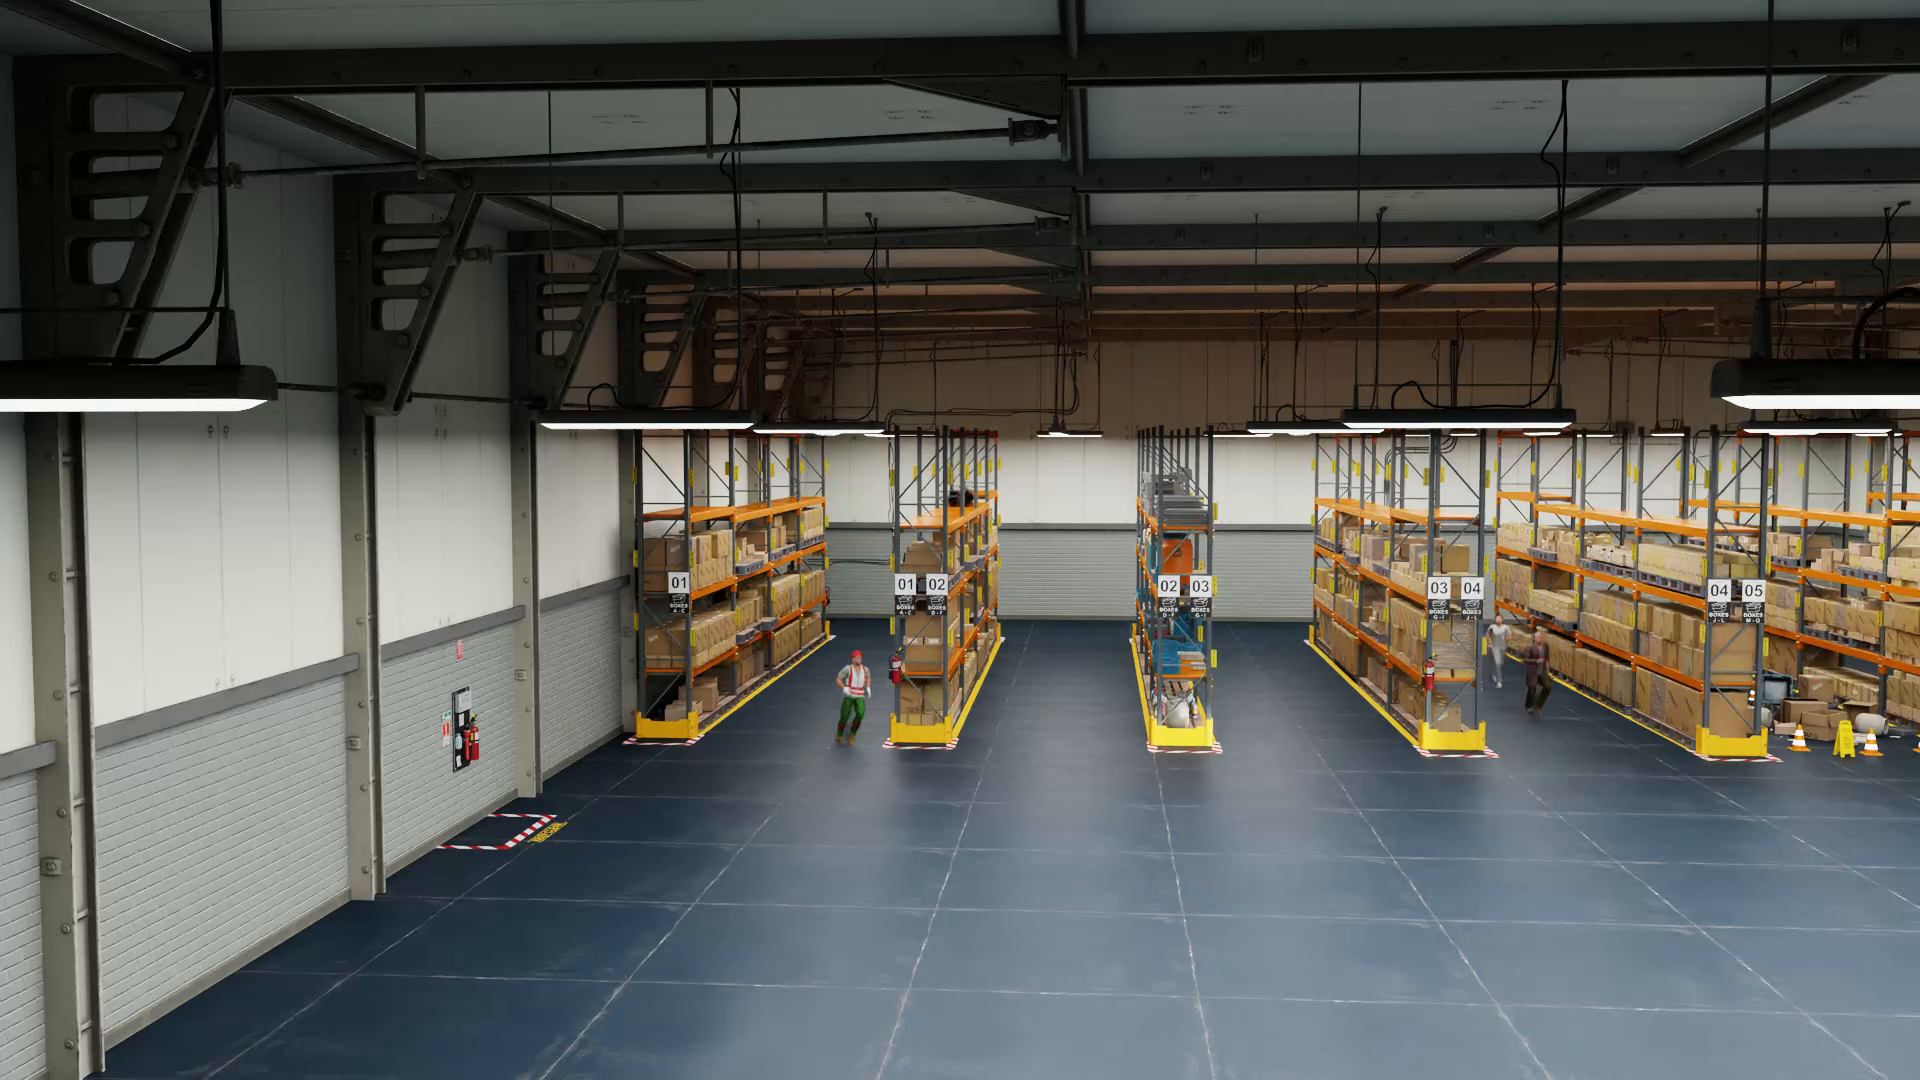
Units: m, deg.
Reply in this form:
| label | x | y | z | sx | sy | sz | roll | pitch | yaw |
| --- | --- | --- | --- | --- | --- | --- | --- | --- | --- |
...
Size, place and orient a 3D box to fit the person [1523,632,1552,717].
| label | x | y | z | sx | sy | sz | roll | pitch | yaw |
| --- | --- | --- | --- | --- | --- | --- | --- | --- | --- |
| person | 11.938 | 2.770 | 34.376 | 0.753 | 1.765 | 0.882 | -1 | 4 | -12 |

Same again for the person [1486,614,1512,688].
| label | x | y | z | sx | sy | sz | roll | pitch | yaw |
| --- | --- | --- | --- | --- | --- | --- | --- | --- | --- |
| person | 12.574 | 2.556 | 38.760 | 0.554 | 1.690 | 0.897 | 0 | 3 | 6 |

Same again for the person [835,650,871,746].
| label | x | y | z | sx | sy | sz | roll | pitch | yaw |
| --- | --- | --- | --- | --- | --- | --- | --- | --- | --- |
| person | -1.984 | 2.967 | 31.328 | 0.719 | 1.780 | 0.678 | -1 | 4 | -18 |

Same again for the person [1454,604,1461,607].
| label | x | y | z | sx | sy | sz | roll | pitch | yaw |
| --- | --- | --- | --- | --- | --- | --- | --- | --- | --- |
| person | 14.137 | 2.080 | 47.284 | 0.679 | 1.673 | 0.777 | -1 | 4 | -16 |
